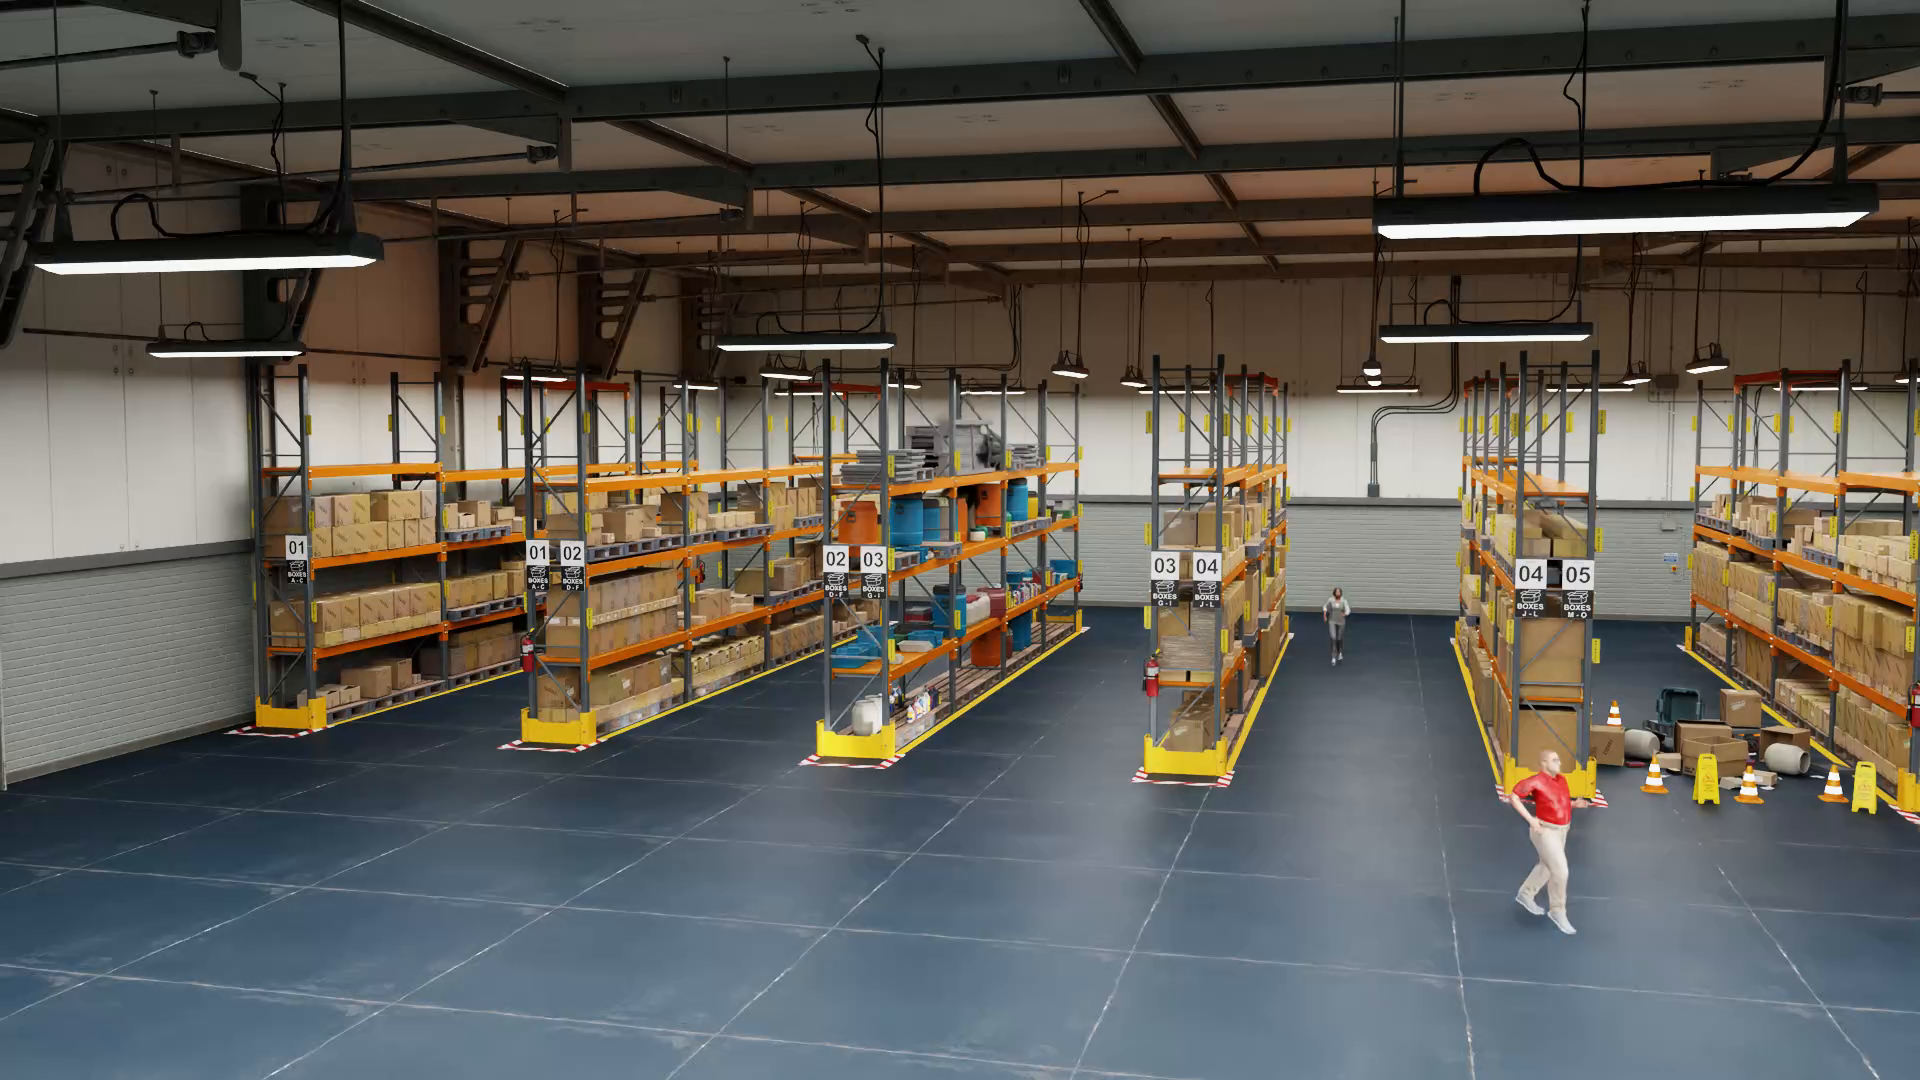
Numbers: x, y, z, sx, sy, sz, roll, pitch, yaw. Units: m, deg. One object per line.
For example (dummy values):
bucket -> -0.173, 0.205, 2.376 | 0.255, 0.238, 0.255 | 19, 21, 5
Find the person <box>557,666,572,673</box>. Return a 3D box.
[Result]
person -> -7.009, 2.065, 29.905 | 0.687, 1.733, 0.742 | 0, 4, 7

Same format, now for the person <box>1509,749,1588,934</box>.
person -> 5.902, 2.993, 16.674 | 0.643, 1.792, 0.765 | -4, 5, -42

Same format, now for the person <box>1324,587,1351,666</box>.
person -> 7.937, 1.752, 35.009 | 0.549, 1.551, 0.744 | 1, 4, 10
